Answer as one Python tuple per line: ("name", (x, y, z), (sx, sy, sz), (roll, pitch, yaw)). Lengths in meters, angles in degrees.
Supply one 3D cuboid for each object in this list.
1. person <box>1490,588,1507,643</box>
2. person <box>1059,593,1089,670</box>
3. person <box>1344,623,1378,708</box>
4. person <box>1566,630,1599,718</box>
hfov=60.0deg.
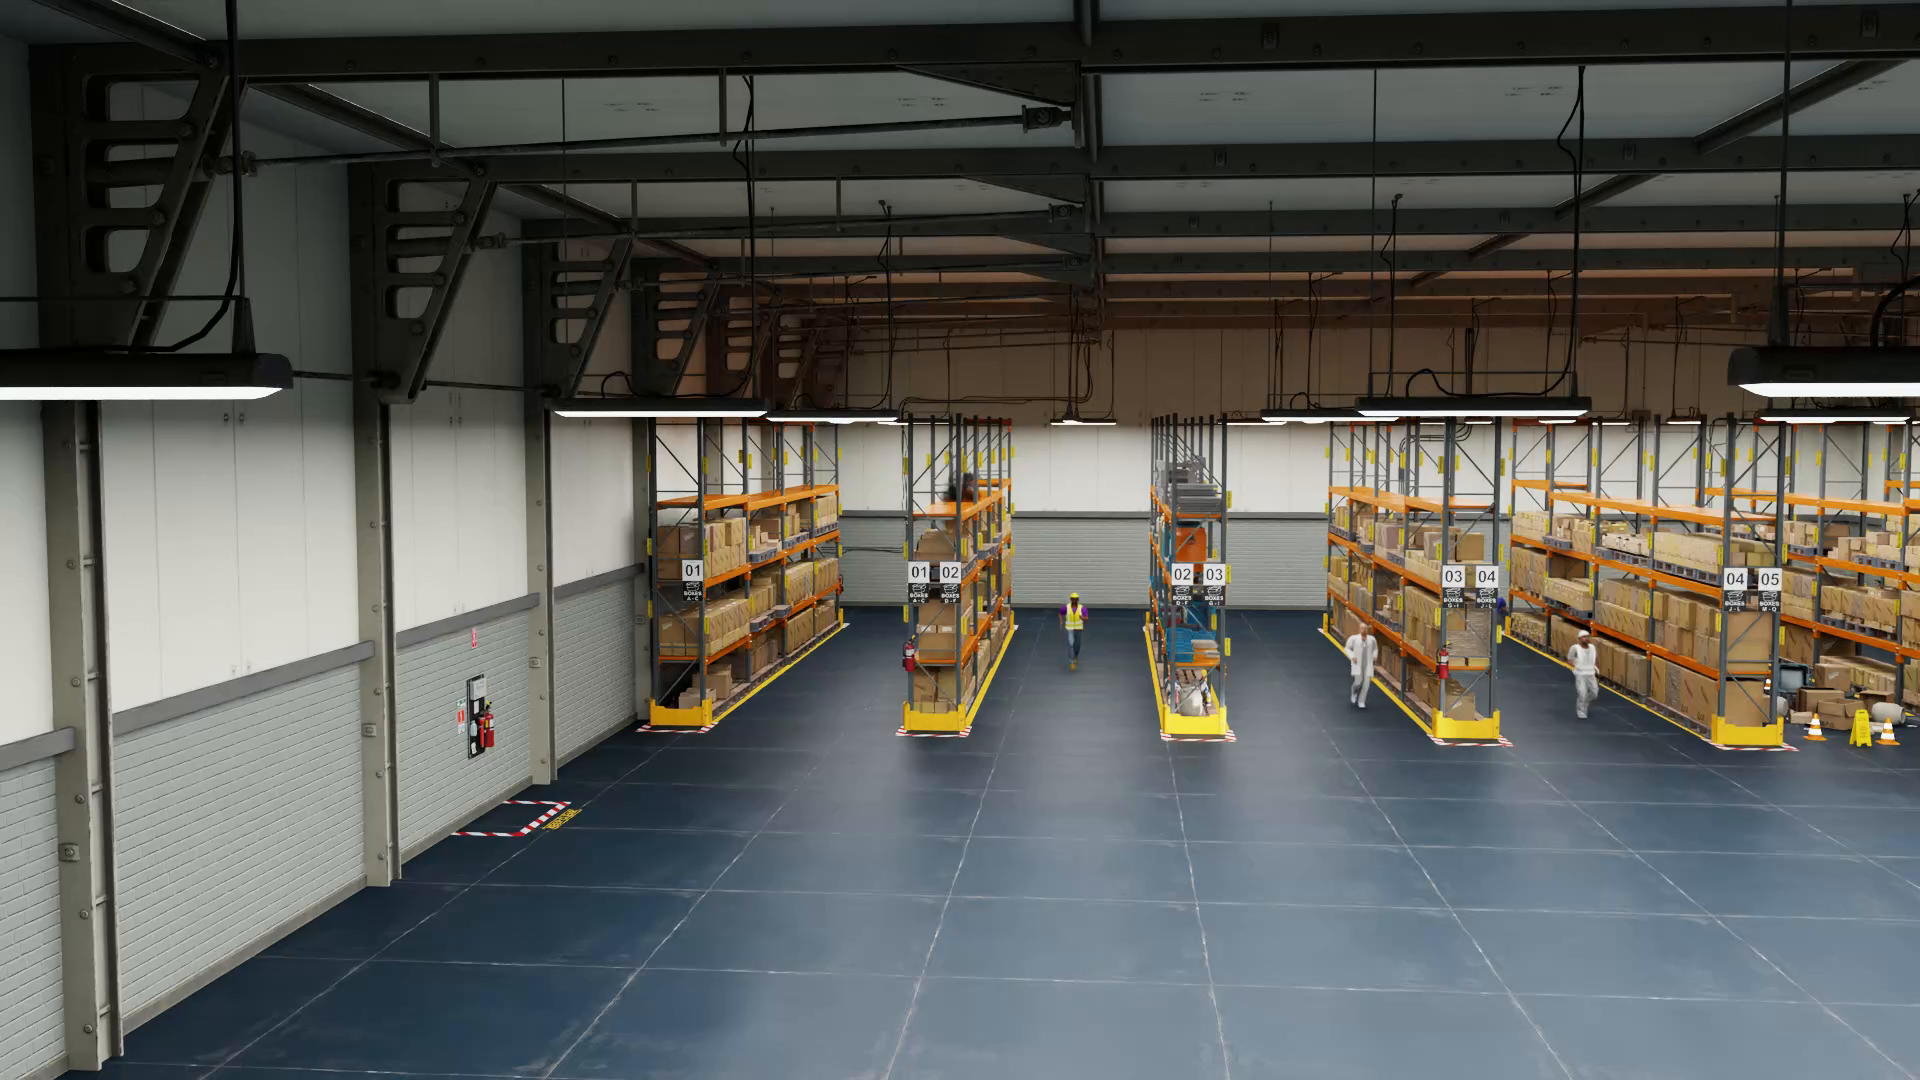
("person", (13.715, 2.056, 42.563), (0.545, 1.709, 0.713), (0, 4, 7))
("person", (2.724, 2.145, 39.640), (0.692, 1.774, 0.953), (0, 4, -5))
("person", (8.237, 2.562, 34.056), (0.694, 1.730, 0.633), (0, 4, -1))
("person", (12.298, 2.649, 32.730), (0.675, 1.735, 0.608), (0, 4, -4))
